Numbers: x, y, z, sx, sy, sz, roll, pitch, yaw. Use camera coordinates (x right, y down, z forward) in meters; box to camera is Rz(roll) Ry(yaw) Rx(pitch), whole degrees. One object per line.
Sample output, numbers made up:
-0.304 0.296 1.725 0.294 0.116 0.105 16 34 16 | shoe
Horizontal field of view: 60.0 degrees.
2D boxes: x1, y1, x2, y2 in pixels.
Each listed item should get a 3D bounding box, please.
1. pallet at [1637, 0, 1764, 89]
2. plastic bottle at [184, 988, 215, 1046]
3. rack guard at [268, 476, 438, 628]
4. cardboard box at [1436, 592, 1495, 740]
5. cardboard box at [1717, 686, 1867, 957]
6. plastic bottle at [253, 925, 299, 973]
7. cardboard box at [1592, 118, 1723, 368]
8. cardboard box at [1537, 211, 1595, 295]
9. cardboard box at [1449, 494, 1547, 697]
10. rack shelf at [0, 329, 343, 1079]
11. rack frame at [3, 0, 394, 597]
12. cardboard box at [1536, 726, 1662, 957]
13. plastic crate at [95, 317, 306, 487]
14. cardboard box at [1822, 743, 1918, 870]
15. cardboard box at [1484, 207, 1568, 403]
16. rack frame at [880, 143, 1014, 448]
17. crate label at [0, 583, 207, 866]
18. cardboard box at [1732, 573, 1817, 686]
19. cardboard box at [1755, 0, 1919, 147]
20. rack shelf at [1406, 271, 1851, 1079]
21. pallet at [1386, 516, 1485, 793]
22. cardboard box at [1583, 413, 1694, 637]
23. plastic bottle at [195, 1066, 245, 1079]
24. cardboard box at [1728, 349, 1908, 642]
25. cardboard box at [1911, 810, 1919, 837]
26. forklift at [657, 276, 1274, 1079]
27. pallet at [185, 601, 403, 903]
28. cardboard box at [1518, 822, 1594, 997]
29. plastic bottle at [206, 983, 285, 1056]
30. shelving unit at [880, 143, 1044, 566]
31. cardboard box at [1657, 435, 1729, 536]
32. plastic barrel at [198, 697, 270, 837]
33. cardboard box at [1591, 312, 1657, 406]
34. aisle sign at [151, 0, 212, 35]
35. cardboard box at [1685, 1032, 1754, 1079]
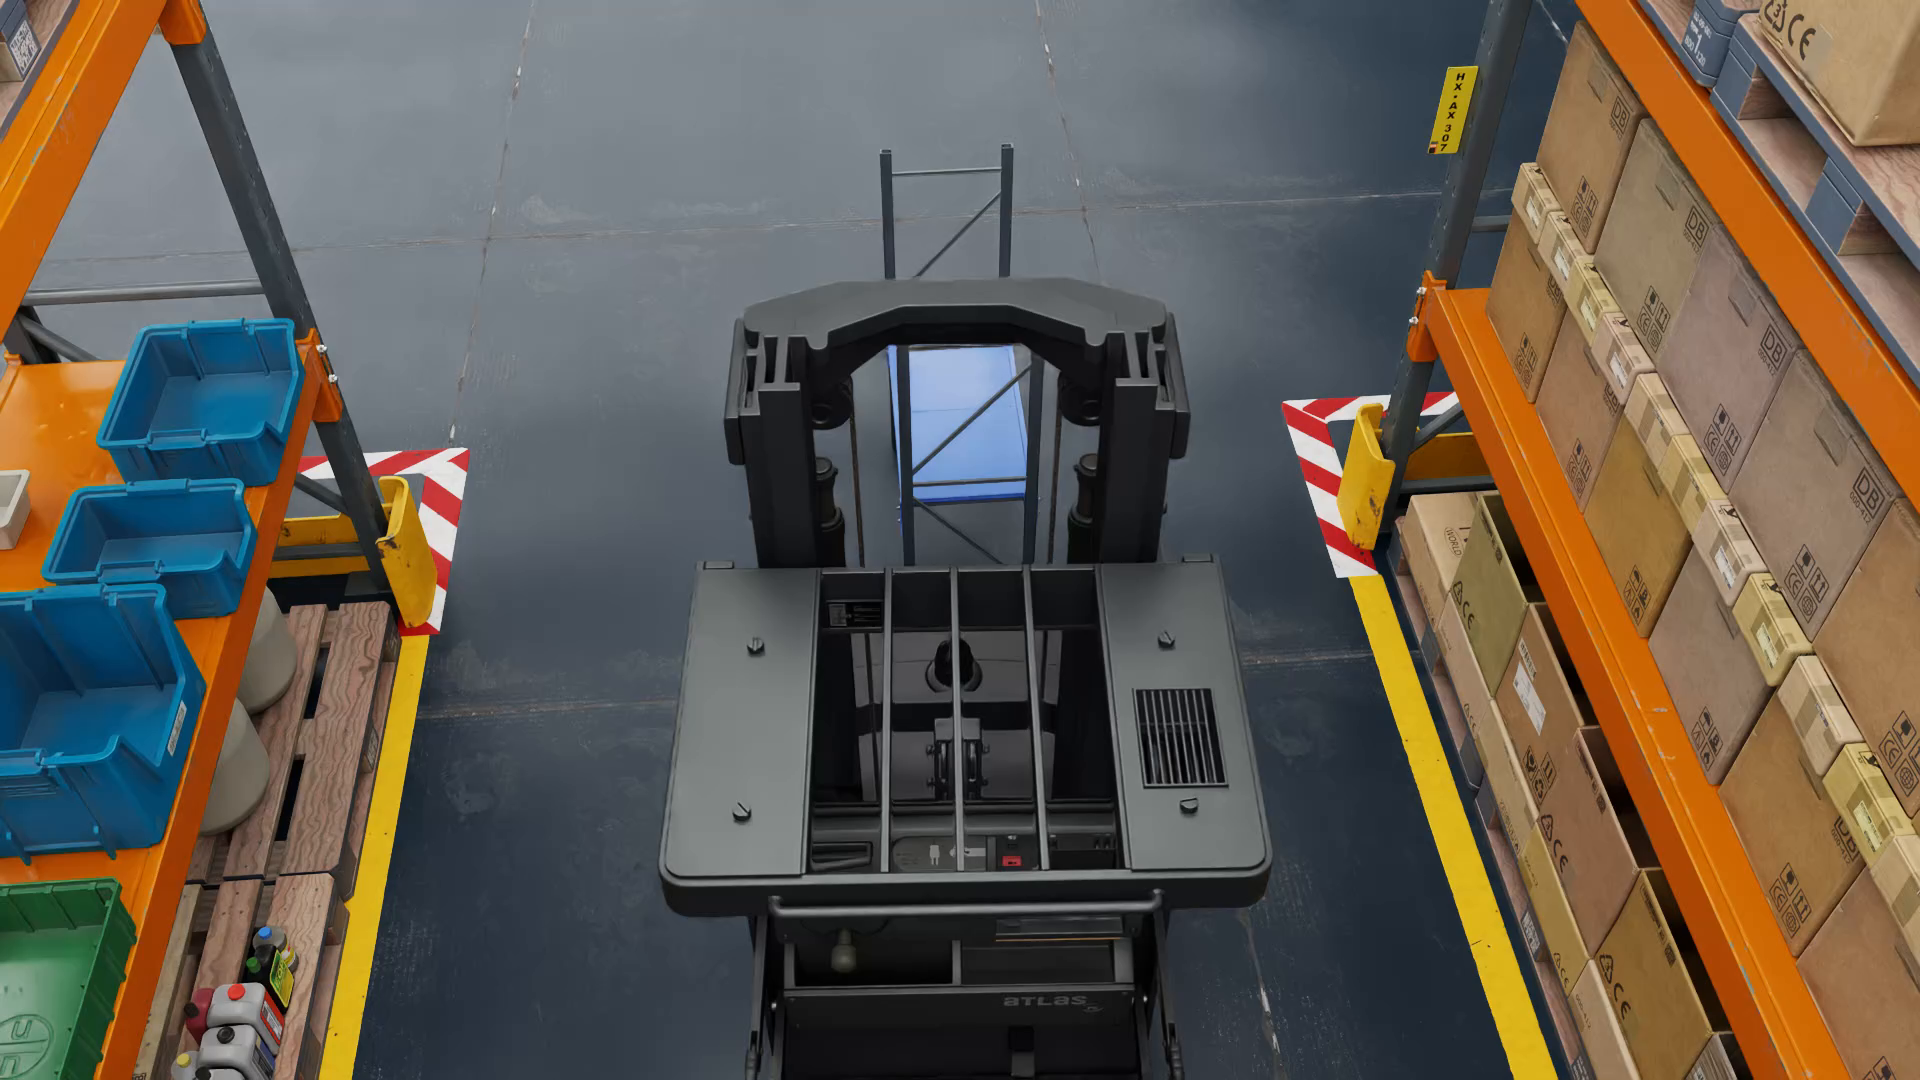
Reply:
2.222 -1.616 4.346 1.003 0.211 1.213 -3 47 -3 | pallet
-2.270 1.446 5.019 0.061 0.283 0.133 -3 47 -3 | plastic bottle
-2.695 0.082 6.465 1.175 0.500 0.348 -3 47 -3 | rack guard
2.057 0.436 6.012 0.500 0.250 0.500 -3 47 -3 | cardboard box
2.391 0.666 4.121 0.700 0.500 0.500 -3 47 -3 | cardboard box
-2.158 1.283 5.230 0.097 0.201 0.097 0 47 0 | plastic bottle
2.268 -0.852 4.665 0.700 0.500 0.500 -5 47 -4 | cardboard box
2.031 -0.898 5.155 0.380 0.149 0.250 -5 47 -4 | cardboard box
2.055 0.178 5.740 0.500 0.500 0.500 -3 47 -3 | cardboard box
-2.581 0.865 4.497 1.077 0.370 4.000 -3 47 -3 | rack shelf
-2.748 -0.830 5.606 1.000 3.000 0.127 -3 47 -3 | rack frame
2.134 0.902 5.054 0.500 0.500 0.500 -3 47 -3 | cardboard box
-2.408 -0.435 5.335 0.499 0.251 0.616 -3 47 -3 | plastic crate
2.203 0.588 3.748 0.380 0.149 0.250 -4 47 -3 | cardboard box
2.215 -0.824 5.532 0.700 0.500 0.500 -3 47 -3 | cardboard box
-0.050 -0.945 6.749 0.500 1.500 0.032 -3 47 -3 | rack frame
-2.324 0.473 4.348 0.502 0.435 0.616 -3 47 -3 | crate label
2.157 0.214 4.102 0.380 0.149 0.250 -2 47 -2 | cardboard box
2.055 -1.168 3.407 0.500 0.500 0.500 -3 47 -3 | cardboard box
2.356 0.566 4.780 1.077 0.370 4.000 -3 47 -3 | rack shelf
2.294 0.381 6.380 1.003 0.211 1.213 -3 47 -3 | pallet
2.299 -0.085 4.832 0.700 0.500 0.500 -3 47 -3 | cardboard box
-2.134 1.636 4.793 0.144 0.351 0.185 -2 47 -2 | plastic bottle
2.353 -0.125 3.976 0.700 0.500 0.500 -3 47 -3 | cardboard box
2.436 0.599 3.291 0.700 0.500 0.500 -4 47 -3 | cardboard box
0.004 0.964 3.955 1.130 2.935 3.031 -1 47 -1 | forklift
-2.632 0.769 6.013 1.003 0.211 1.213 -3 47 -3 | pallet
2.135 1.160 5.327 0.500 0.250 0.500 -3 47 -3 | cardboard box
-2.164 1.442 5.028 0.152 0.276 0.135 -3 47 -3 | plastic bottle
-0.007 -0.577 6.400 0.538 1.500 1.048 -3 47 -3 | shelving unit
2.116 -0.157 4.454 0.380 0.149 0.250 -4 47 -4 | cardboard box
-2.575 0.715 5.567 0.421 0.512 0.421 0 47 0 | plastic barrel
2.070 -0.535 4.811 0.380 0.149 0.250 -4 47 -4 | cardboard box
-2.458 -1.794 4.729 0.394 0.787 0.004 -3 47 -3 | aisle sign
2.236 1.624 4.370 0.500 0.500 0.500 -3 47 -3 | cardboard box
